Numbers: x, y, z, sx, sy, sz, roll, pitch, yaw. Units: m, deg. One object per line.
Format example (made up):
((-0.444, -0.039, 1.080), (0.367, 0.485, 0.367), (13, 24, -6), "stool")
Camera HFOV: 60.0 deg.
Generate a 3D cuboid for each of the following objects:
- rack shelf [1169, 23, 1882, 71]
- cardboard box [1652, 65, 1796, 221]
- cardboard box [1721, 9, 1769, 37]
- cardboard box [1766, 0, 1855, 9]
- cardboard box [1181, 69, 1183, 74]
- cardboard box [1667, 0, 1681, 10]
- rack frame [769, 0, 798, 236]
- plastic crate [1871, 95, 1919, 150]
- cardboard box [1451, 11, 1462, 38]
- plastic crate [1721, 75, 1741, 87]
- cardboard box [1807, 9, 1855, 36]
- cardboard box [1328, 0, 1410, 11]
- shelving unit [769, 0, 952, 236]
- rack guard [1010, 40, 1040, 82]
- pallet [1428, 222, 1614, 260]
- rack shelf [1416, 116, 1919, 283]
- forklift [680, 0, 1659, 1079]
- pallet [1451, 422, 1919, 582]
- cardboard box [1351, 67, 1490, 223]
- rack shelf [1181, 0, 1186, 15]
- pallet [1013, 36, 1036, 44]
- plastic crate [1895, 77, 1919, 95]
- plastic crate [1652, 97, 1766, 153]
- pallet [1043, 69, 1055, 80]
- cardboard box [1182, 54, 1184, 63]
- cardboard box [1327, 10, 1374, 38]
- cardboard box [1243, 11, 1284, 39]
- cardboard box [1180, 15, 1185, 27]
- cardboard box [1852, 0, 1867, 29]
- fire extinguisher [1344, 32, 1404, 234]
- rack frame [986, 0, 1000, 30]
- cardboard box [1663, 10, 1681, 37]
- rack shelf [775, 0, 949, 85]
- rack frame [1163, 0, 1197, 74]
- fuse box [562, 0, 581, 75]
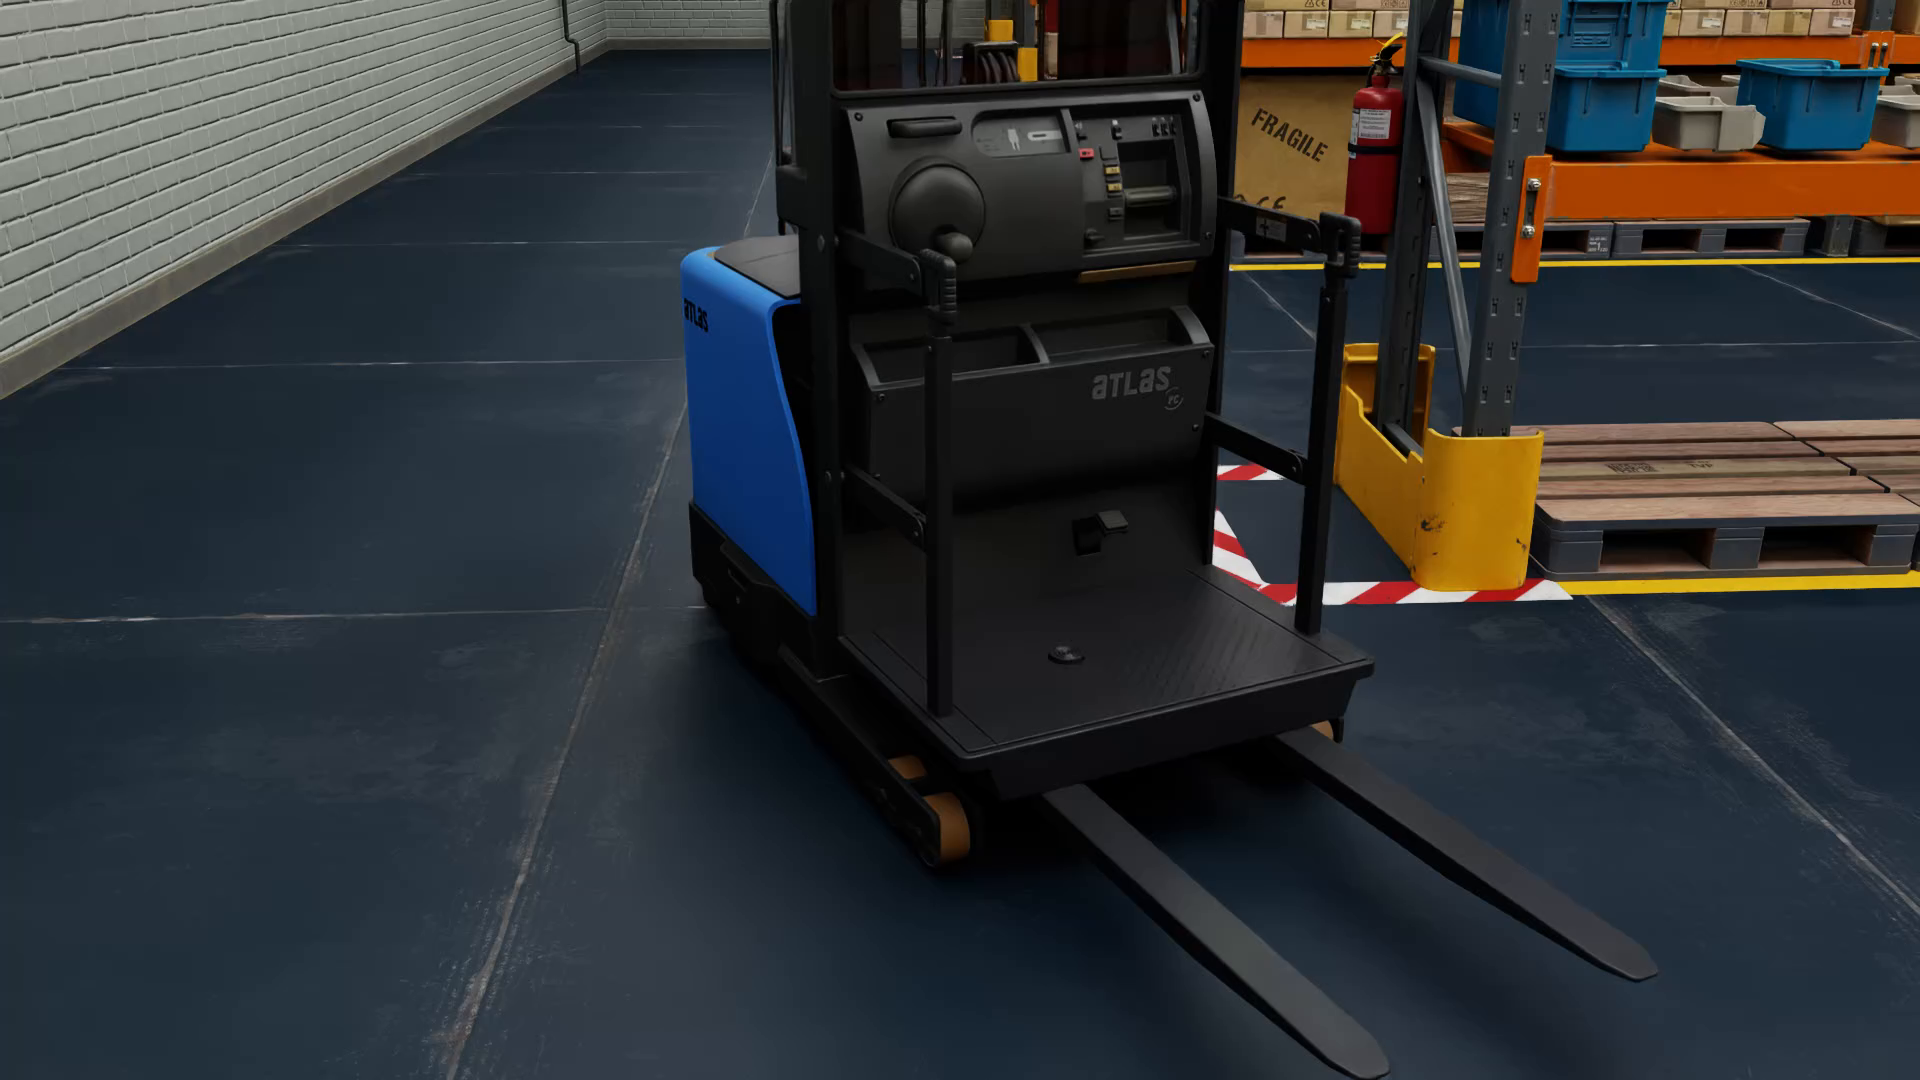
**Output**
((3.322, -2.919, 10.083), (4.000, 0.370, 1.077), (-1, 21, -3), "rack shelf")
((4.656, -2.514, 10.404), (0.875, 0.875, 0.875), (-1, 21, -3), "cardboard box")
((4.520, -3.045, 9.757), (0.250, 0.149, 0.380), (-2, 21, -4), "cardboard box")
((4.893, -3.262, 9.767), (0.500, 0.250, 0.500), (-2, 21, -4), "cardboard box")
((1.954, -4.059, 14.646), (0.250, 0.149, 0.380), (-1, 21, -2), "cardboard box")
((3.867, -3.241, 9.710), (0.500, 0.250, 0.500), (-1, 21, -2), "cardboard box")
((-0.553, -1.022, 5.355), (0.015, 2.100, 0.400), (-5, 21, -13), "rack frame")
((2.876, -1.239, 4.945), (0.298, 0.136, 0.250), (-1, 21, -3), "plastic crate")
((2.725, -3.009, 9.661), (0.250, 0.149, 0.380), (-2, 21, -4), "cardboard box")
((2.702, -1.441, 5.478), (0.243, 0.136, 0.396), (-1, 21, -3), "plastic crate")
((5.034, -3.056, 9.784), (0.250, 0.149, 0.380), (-1, 21, -3), "cardboard box")
((2.339, -3.210, 9.630), (0.500, 0.250, 0.500), (-1, 21, -4), "cardboard box")
((-0.317, -1.043, 5.411), (0.503, 2.100, 0.431), (-5, 21, -13), "shelving unit")
((0.736, -5.566, 19.538), (0.348, 0.500, 1.175), (-1, 21, -3), "rack guard")
((3.335, -1.979, 10.522), (1.213, 0.211, 1.003), (-1, 21, -3), "pallet")
((3.605, -1.159, 5.462), (4.000, 0.370, 1.077), (-1, 21, -3), "rack shelf")
((0.280, -0.820, 3.656), (1.130, 2.935, 3.031), (-10, 23, -25), "forklift")
((2.434, -0.155, 5.731), (1.213, 0.211, 1.003), (-1, 21, -3), "pallet")
((2.869, -2.478, 10.309), (0.875, 0.875, 0.875), (-1, 21, -3), "cardboard box")
((3.140, -4.683, 14.716), (4.000, 0.370, 1.077), (-1, 21, -3), "rack shelf")
((1.345, -7.213, 24.269), (1.213, 0.211, 1.003), (-1, 21, -3), "pallet")
((3.274, -1.468, 5.548), (0.250, 0.136, 0.298), (-1, 21, -3), "plastic crate")
((2.199, -1.225, 4.909), (0.298, 0.136, 0.250), (-1, 21, -3), "plastic crate")
((1.554, -5.476, 19.706), (1.213, 0.211, 1.003), (-1, 21, -3), "pallet")
((2.326, -5.804, 19.661), (0.875, 0.438, 0.875), (-1, 21, -2), "cardboard box")
((2.211, -2.998, 9.633), (0.250, 0.149, 0.380), (-2, 21, -4), "cardboard box")
((1.699, -2.987, 9.604), (0.250, 0.149, 0.380), (-1, 21, -2), "cardboard box")
((2.981, -7.529, 24.105), (0.500, 0.500, 0.700), (-2, 21, -5), "cardboard box")
((5.771, -3.449, 10.324), (0.500, 0.500, 0.500), (-1, 21, -3), "cardboard box")
((1.432, -1.403, 5.723), (0.183, 0.674, 0.296), (-1, 21, -3), "fire extinguisher")
((0.473, -8.498, 23.726), (0.127, 3.000, 1.000), (-1, 21, -3), "rack frame")
((4.006, -3.035, 9.729), (0.250, 0.149, 0.380), (-1, 21, -2), "cardboard box")
((-0.317, -1.685, 5.167), (0.480, 0.518, 0.431), (-5, 21, -13), "rack shelf")
((1.326, -3.214, 9.848), (0.127, 3.000, 1.000), (-1, 21, -3), "rack frame")
((-4.842, -6.759, 20.969), (0.414, 1.711, 0.539), (-1, 21, -3), "fuse box")
